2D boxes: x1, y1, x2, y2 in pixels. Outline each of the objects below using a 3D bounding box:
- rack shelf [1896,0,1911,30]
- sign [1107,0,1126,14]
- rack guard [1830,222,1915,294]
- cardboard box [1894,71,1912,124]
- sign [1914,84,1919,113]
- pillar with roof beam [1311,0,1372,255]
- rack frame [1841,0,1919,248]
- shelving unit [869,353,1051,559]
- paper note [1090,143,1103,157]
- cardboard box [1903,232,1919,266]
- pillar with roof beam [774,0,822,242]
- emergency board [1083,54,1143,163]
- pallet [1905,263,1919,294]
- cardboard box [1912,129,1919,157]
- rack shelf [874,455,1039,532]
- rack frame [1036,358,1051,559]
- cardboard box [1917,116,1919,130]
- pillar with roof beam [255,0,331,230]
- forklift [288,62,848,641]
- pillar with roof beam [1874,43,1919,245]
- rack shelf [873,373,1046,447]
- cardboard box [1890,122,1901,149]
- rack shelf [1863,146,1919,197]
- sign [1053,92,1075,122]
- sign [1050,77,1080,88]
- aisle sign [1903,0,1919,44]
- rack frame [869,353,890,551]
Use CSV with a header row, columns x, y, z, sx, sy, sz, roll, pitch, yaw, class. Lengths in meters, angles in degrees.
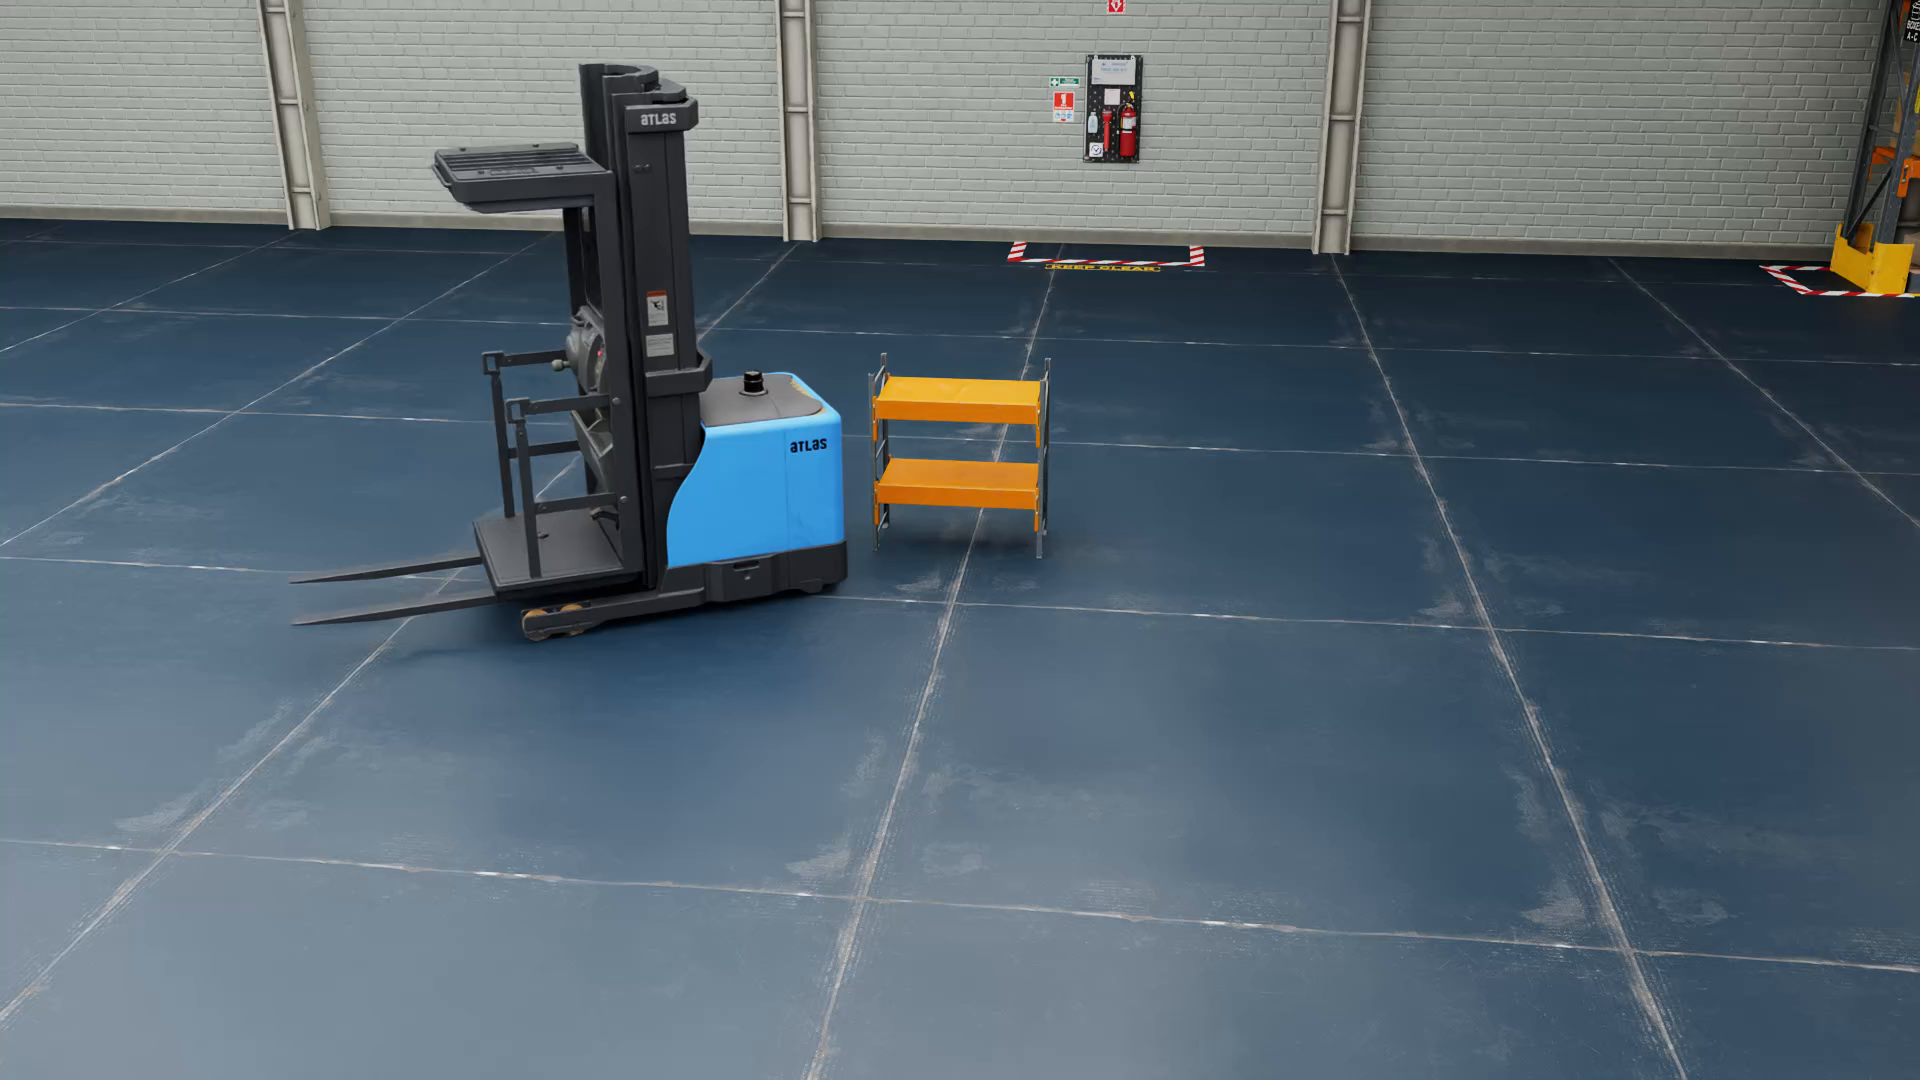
x,y,z,sx,sy,sz,roll,pitch,yaw,class
11.288,-5.051,16.034,4.000,0.370,1.077,2,22,6,rack shelf
1.695,-5.858,18.023,0.199,0.298,0.001,2,22,6,sign
9.377,-2.911,17.123,0.348,0.500,1.175,2,22,6,rack guard
9.795,-4.422,16.703,0.500,0.500,0.500,2,22,6,cardboard box
9.238,-4.281,16.012,0.005,0.325,0.100,2,22,6,sign
3.634,-5.840,12.972,0.400,9.000,9.100,2,22,6,pillar with roof beam
9.302,-4.077,16.672,0.127,3.000,1.000,2,22,6,rack frame
0.007,-0.523,10.232,1.048,1.125,0.538,2,22,6,shelving unit
1.523,-4.366,18.602,0.142,0.148,0.016,2,22,6,paper note
9.978,-2.968,16.927,0.500,0.311,0.500,0,22,0,cardboard box
-2.324,-6.100,13.629,0.400,9.000,9.100,2,22,6,pillar with roof beam
1.691,-4.743,18.357,0.643,1.169,0.194,2,22,6,emergency board
10.180,-2.729,17.055,1.213,0.211,1.003,2,22,6,pallet
9.749,-3.879,16.349,0.500,0.250,0.500,2,22,5,cardboard box
0.007,-0.295,10.322,1.000,0.278,0.538,2,22,6,rack shelf
0.512,-0.501,10.177,0.032,1.125,0.500,2,22,6,rack frame
9.741,-4.235,16.228,0.500,0.500,0.500,3,22,6,cardboard box
-8.283,-6.359,14.286,0.400,9.000,9.100,2,22,6,pillar with roof beam
-2.225,-1.035,9.070,3.031,2.935,1.130,-8,23,-20,forklift
9.592,-5.581,12.316,0.400,9.000,9.100,2,22,6,pillar with roof beam
0.007,-0.795,10.125,1.000,0.278,0.538,2,22,6,rack shelf
9.789,-4.067,16.824,0.500,0.250,0.500,3,22,7,cardboard box
11.288,-3.656,16.585,4.000,0.370,1.077,2,22,6,rack shelf
1.154,-4.821,18.506,0.234,0.329,0.001,2,22,6,sign
1.157,-5.064,18.400,0.331,0.109,0.001,2,22,6,sign
9.195,-5.179,15.925,0.004,0.787,0.394,2,22,6,aisle sign
-0.498,-0.545,10.288,0.032,1.125,0.500,2,22,6,rack frame
